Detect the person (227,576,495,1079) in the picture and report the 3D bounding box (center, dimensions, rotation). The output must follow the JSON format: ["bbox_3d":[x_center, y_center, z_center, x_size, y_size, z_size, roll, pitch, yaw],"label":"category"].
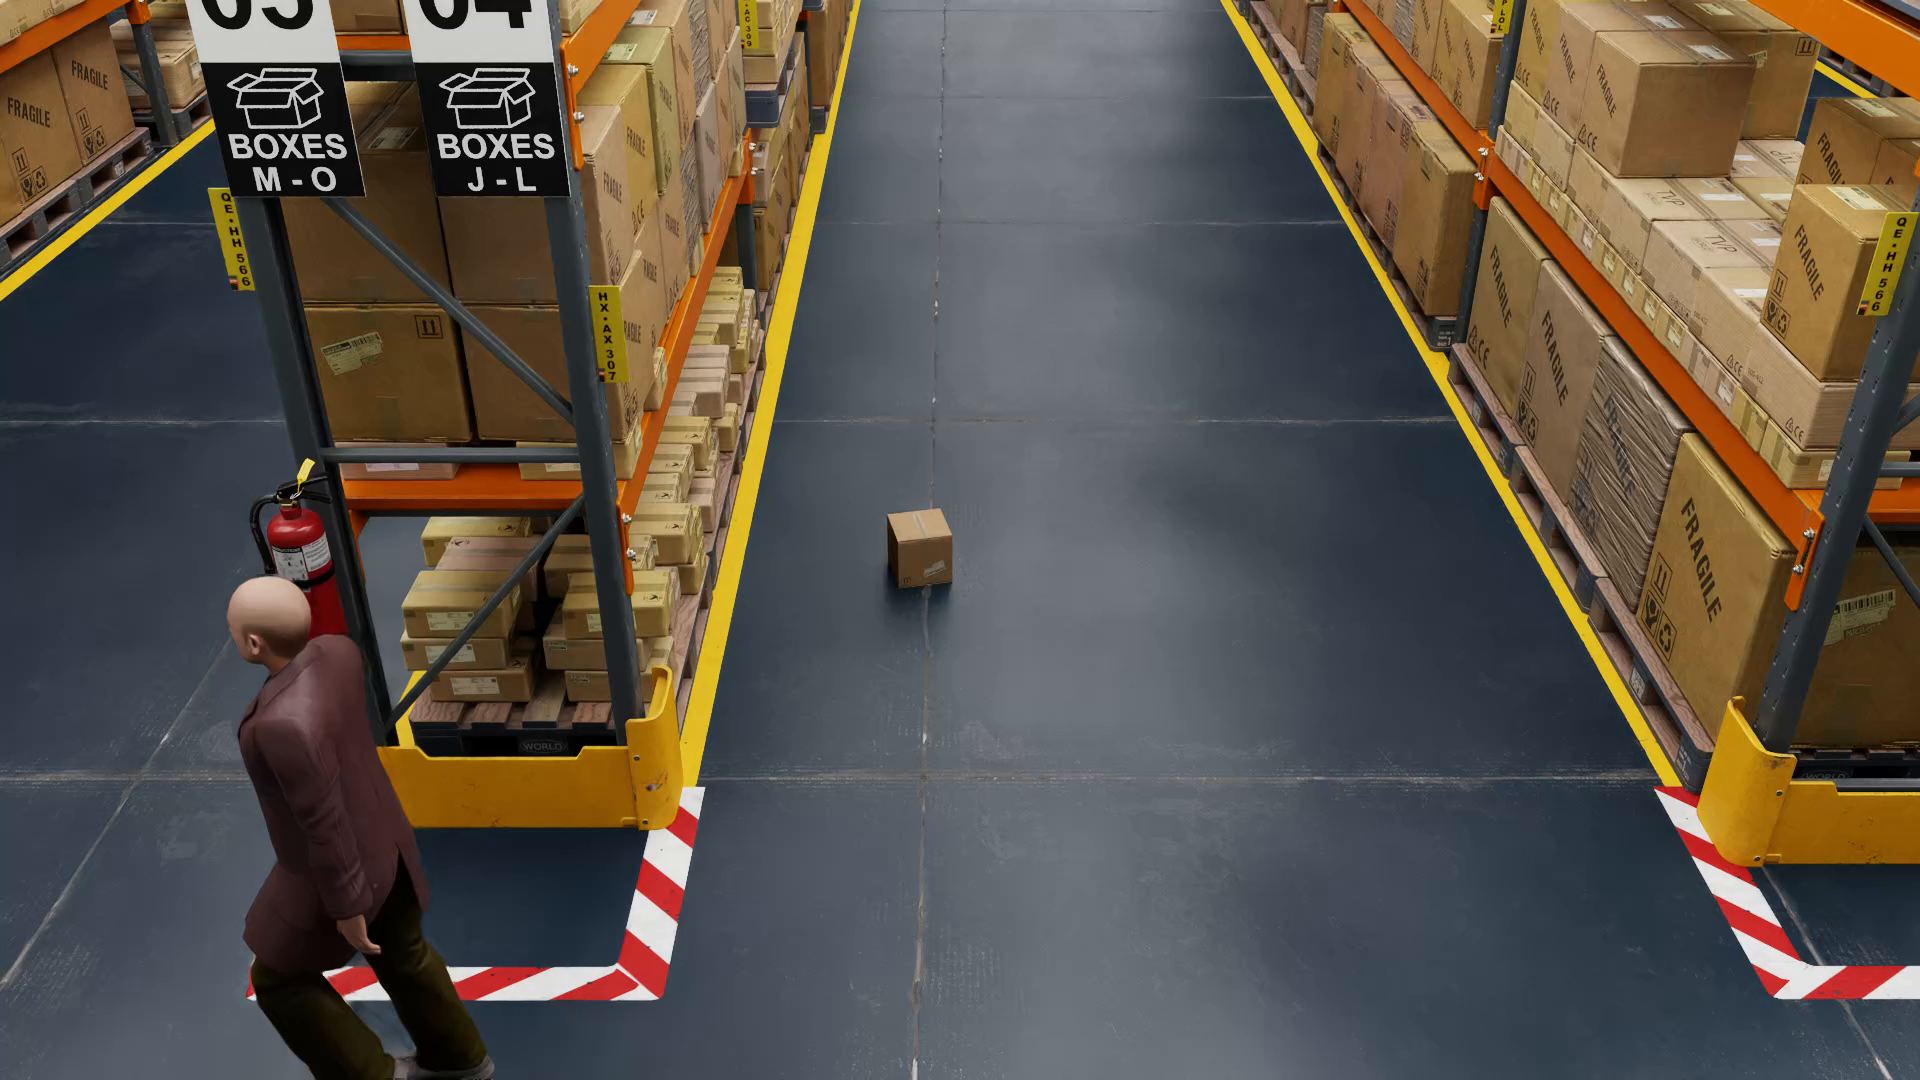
[{"bbox_3d":[-1.697,0.904,4.657,0.555,1.831,0.611,1,31,2],"label":"person"}]
